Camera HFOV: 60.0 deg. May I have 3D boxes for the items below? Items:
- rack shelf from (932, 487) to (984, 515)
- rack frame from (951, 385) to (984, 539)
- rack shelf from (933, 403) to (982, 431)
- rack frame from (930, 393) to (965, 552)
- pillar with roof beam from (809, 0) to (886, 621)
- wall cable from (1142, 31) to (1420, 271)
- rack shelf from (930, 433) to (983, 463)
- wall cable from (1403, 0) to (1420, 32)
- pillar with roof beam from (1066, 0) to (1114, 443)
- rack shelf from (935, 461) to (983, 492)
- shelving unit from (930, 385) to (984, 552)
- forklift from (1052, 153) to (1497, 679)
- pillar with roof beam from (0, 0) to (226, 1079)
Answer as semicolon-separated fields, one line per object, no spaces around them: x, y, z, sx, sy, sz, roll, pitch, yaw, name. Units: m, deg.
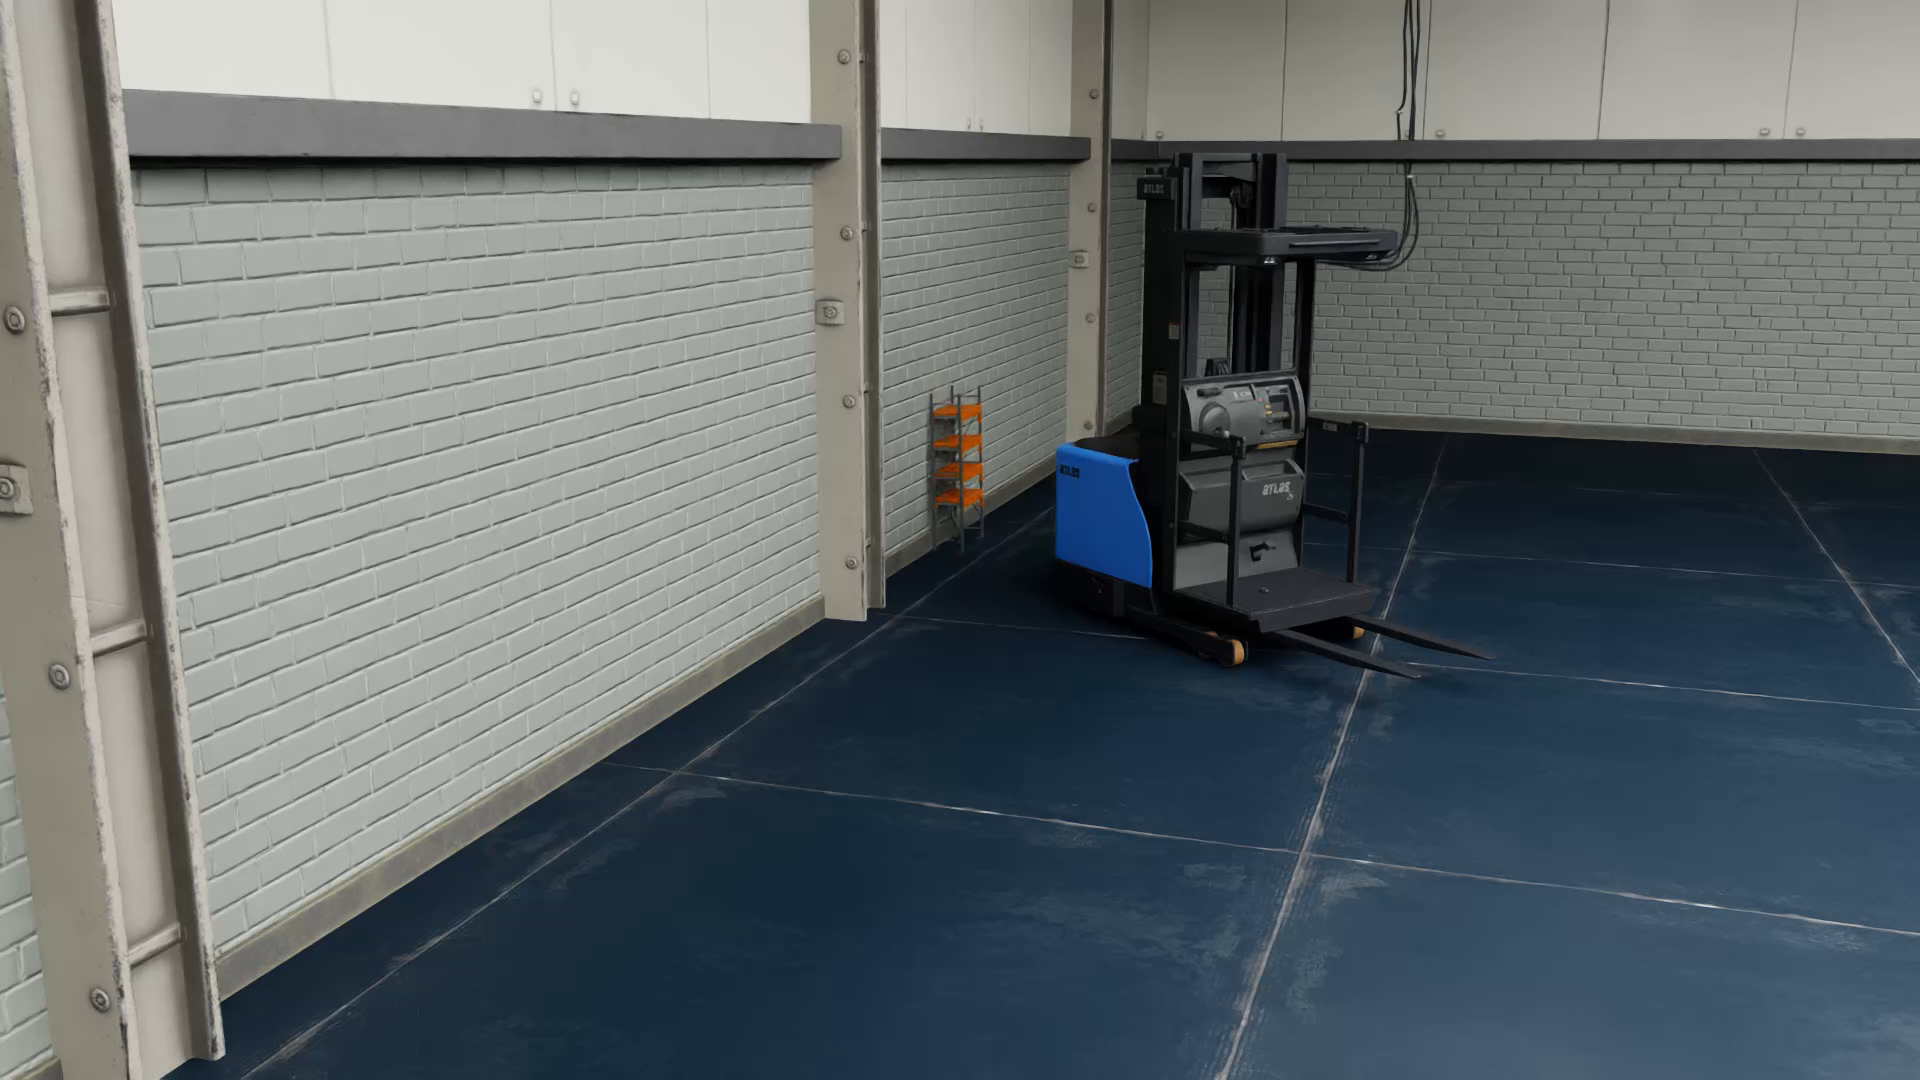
-0.013;-0.291;12.745;0.258;0.148;0.480;3;13;18;rack shelf
0.058;-0.602;12.914;0.240;1.200;0.015;3;13;18;rack frame
-0.029;-0.934;12.604;0.258;0.148;0.480;3;13;18;rack shelf
-0.096;-0.499;12.462;0.240;1.200;0.015;3;13;18;rack frame
3.372;-3.606;8.565;9.100;9.000;0.400;4;14;18;pillar with roof beam
3.444;-4.191;18.104;3.097;2.526;0.112;4;14;18;wall cable
-0.023;-0.703;12.654;0.258;0.148;0.480;3;13;18;rack shelf
6.004;-6.458;16.689;3.097;2.526;0.112;4;14;18;wall cable
5.313;-4.870;14.100;9.100;9.000;0.400;4;14;18;pillar with roof beam
-0.018;-0.485;12.702;0.258;0.148;0.480;3;13;18;rack shelf
-0.019;-0.550;12.688;0.258;1.200;0.503;3;13;18;shelving unit
1.849;-0.806;9.931;1.130;2.935;3.031;-8;15;-32;forklift
1.431;-2.343;3.030;9.100;9.000;0.400;4;14;18;pillar with roof beam
